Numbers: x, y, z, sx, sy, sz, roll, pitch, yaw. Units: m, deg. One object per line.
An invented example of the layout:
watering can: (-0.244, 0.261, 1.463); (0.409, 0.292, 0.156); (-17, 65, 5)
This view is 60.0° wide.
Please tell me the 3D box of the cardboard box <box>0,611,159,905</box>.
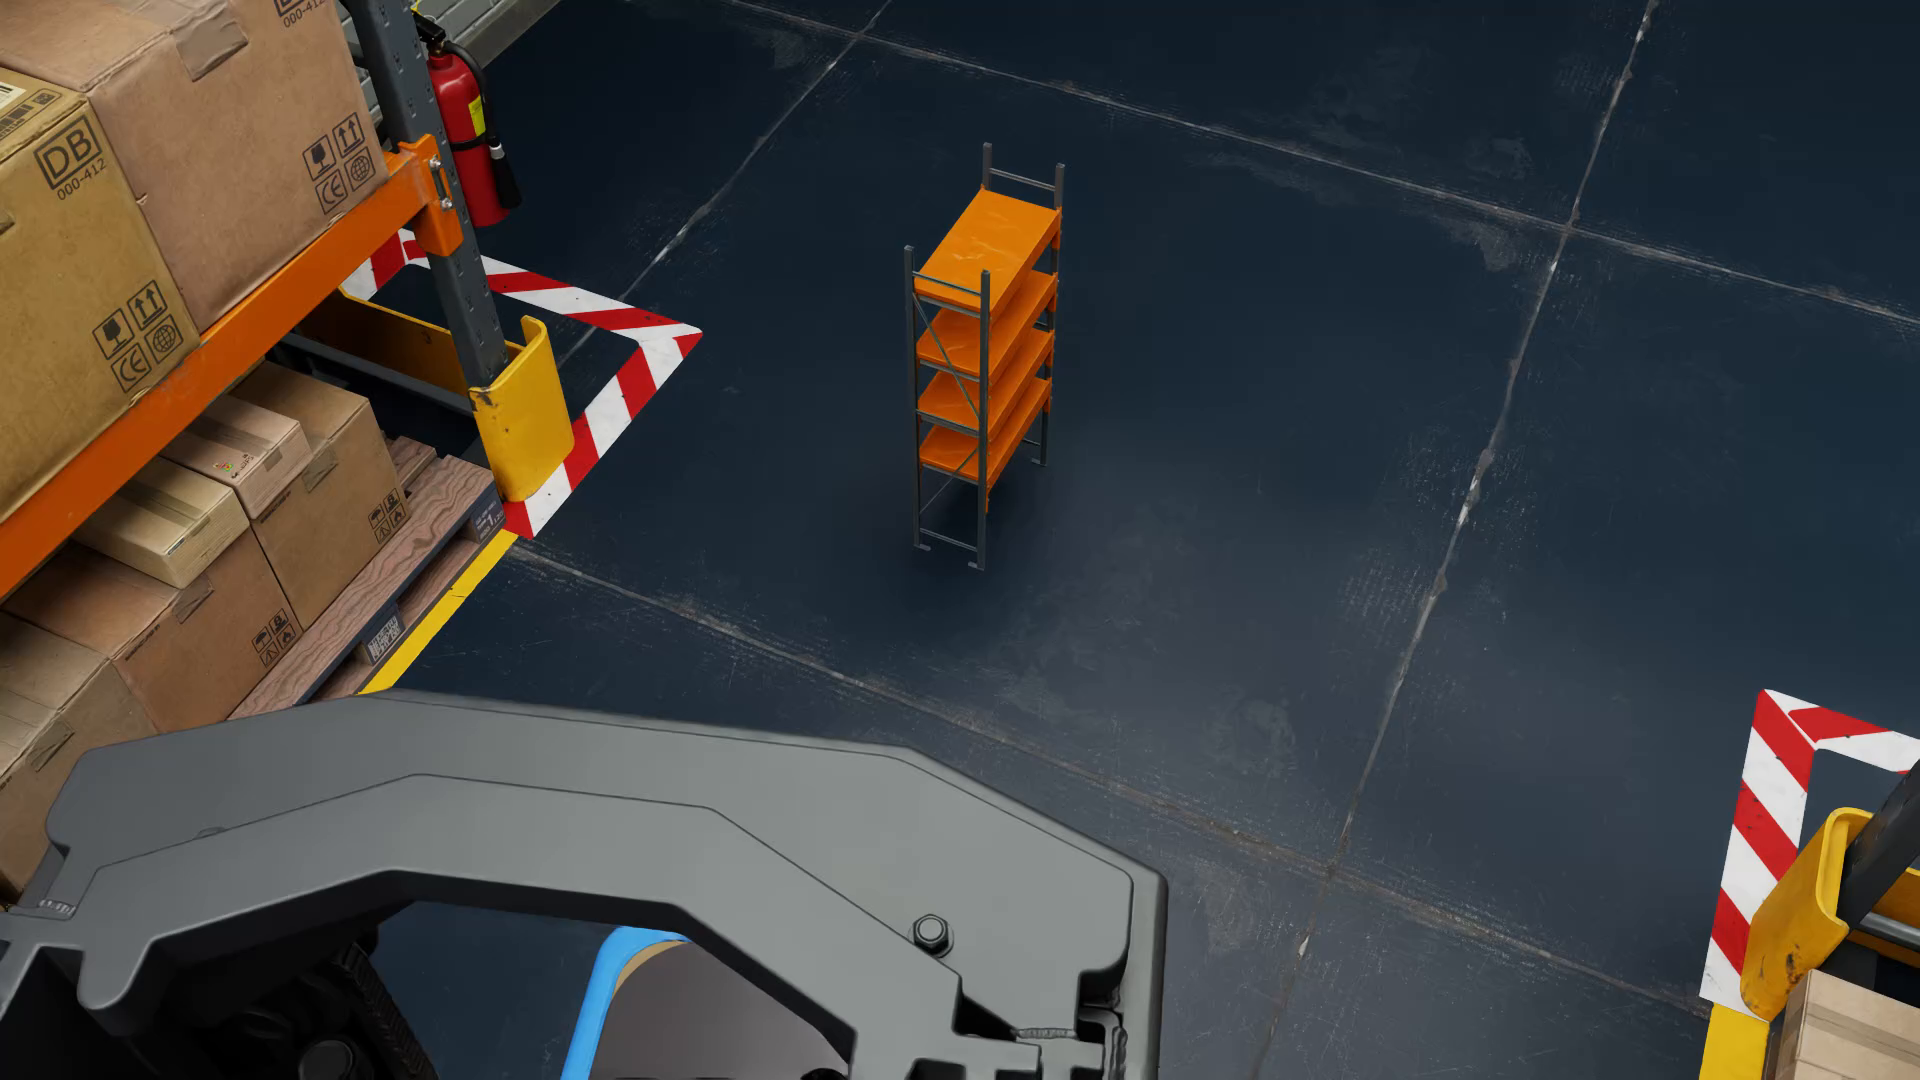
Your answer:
cardboard box: (-2.506, 0.511, 4.211); (0.700, 0.500, 0.500); (18, 52, 15)

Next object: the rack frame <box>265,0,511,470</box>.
rack frame: (-1.869, -1.368, 4.445); (1.000, 3.000, 0.127); (20, 52, 16)

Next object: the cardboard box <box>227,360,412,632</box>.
cardboard box: (-2.078, -0.180, 4.799); (0.700, 0.500, 0.500); (20, 52, 16)

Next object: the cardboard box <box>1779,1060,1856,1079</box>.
cardboard box: (2.015, 1.365, 3.690); (0.380, 0.166, 0.250); (20, 52, 16)

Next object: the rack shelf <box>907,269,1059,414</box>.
rack shelf: (0.071, -0.604, 4.771); (0.258, 0.148, 0.480); (20, 52, 16)

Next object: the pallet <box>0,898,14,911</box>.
pallet: (-2.662, 0.948, 4.305); (1.003, 0.211, 1.213); (20, 52, 16)

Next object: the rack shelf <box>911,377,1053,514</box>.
rack shelf: (0.071, -0.331, 5.092); (0.258, 0.148, 0.480); (20, 52, 16)

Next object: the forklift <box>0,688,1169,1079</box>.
forklift: (-0.383, 1.634, 1.935); (1.130, 2.935, 3.031); (6, 50, 5)

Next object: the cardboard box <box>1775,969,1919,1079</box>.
cardboard box: (2.122, 1.199, 3.844); (0.380, 0.149, 0.250); (20, 52, 16)

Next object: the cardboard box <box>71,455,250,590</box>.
cardboard box: (-2.076, -0.066, 4.276); (0.380, 0.149, 0.250); (21, 53, 17)

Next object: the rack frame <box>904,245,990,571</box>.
rack frame: (-0.034, -0.335, 4.747); (0.240, 1.200, 0.015); (20, 52, 16)

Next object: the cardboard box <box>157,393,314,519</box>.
cardboard box: (-1.968, -0.242, 4.426); (0.380, 0.149, 0.250); (19, 52, 16)

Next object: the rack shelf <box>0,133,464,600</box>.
rack shelf: (-2.724, 0.242, 3.547); (1.077, 0.370, 4.000); (20, 52, 16)

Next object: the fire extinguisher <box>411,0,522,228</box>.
fire extinguisher: (-1.387, -1.176, 4.577); (0.296, 0.674, 0.183); (20, 52, 16)

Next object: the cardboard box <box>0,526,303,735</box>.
cardboard box: (-2.291, 0.165, 4.506); (0.700, 0.500, 0.500); (20, 52, 16)

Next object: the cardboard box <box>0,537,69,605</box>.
cardboard box: (-2.528, -0.020, 4.237); (0.380, 0.149, 0.250); (20, 53, 16)

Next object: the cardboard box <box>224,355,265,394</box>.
cardboard box: (-2.205, -0.541, 4.681); (0.380, 0.149, 0.250); (20, 53, 16)

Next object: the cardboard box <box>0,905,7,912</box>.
cardboard box: (-2.727, 0.881, 3.897); (0.700, 0.500, 0.500); (21, 53, 17)

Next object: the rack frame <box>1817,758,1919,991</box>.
rack frame: (2.611, 0.241, 3.076); (1.000, 3.000, 0.127); (20, 52, 16)

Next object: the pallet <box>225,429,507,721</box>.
pallet: (-2.140, 0.111, 5.017); (1.003, 0.211, 1.213); (20, 52, 16)

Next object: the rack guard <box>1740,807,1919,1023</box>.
rack guard: (2.579, 1.103, 3.983); (1.175, 0.500, 0.348); (20, 52, 16)

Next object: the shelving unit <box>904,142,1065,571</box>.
shelving unit: (0.071, -0.503, 4.890); (0.258, 1.200, 0.503); (20, 52, 16)

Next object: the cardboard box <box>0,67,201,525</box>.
cardboard box: (-2.379, -0.607, 3.600); (0.980, 0.700, 0.700); (19, 52, 16)

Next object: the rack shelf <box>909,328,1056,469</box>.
rack shelf: (0.071, -0.459, 4.941); (0.258, 0.148, 0.480); (20, 52, 16)

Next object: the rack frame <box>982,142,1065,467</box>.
rack frame: (0.175, -0.671, 5.033); (0.240, 1.200, 0.015); (20, 52, 16)

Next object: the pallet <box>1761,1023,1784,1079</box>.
pallet: (2.239, 1.746, 3.626); (1.003, 0.211, 1.213); (20, 52, 16)

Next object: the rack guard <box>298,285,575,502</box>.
rack guard: (-1.859, -0.575, 5.411); (1.175, 0.500, 0.348); (20, 52, 16)

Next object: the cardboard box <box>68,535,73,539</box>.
cardboard box: (-2.421, -0.192, 4.384); (0.380, 0.149, 0.250); (20, 52, 16)

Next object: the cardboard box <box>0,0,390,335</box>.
cardboard box: (-2.078, -1.111, 4.029); (0.980, 0.700, 0.700); (22, 53, 18)

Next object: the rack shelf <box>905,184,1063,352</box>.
rack shelf: (0.071, -0.757, 4.591); (0.258, 0.148, 0.480); (20, 52, 16)
